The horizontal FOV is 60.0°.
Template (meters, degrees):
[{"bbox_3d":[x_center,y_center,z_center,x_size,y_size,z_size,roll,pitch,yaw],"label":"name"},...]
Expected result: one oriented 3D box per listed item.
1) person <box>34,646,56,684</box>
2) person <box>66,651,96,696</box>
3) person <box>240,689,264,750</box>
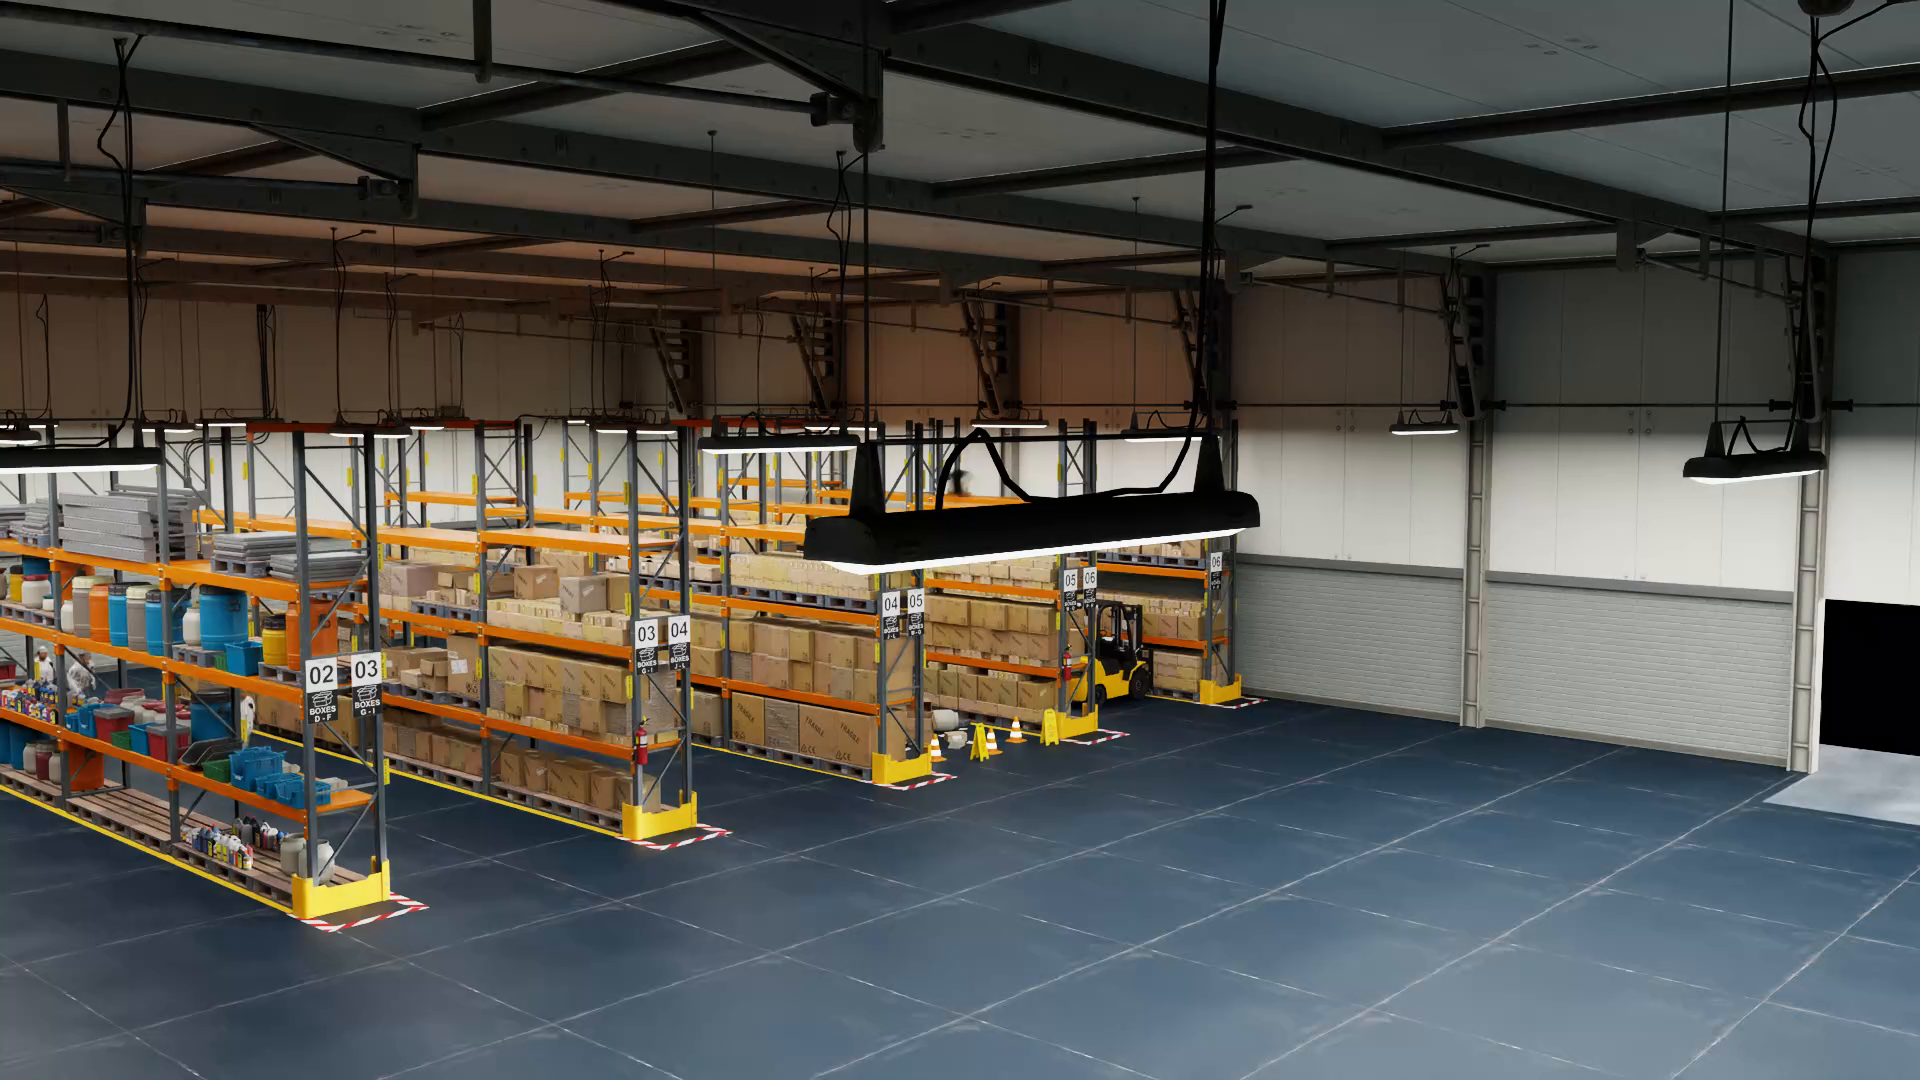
[{"bbox_3d":[-17.871,2.883,32.364,0.760,1.665,0.538,3,5,31],"label":"person"},{"bbox_3d":[-17.290,2.921,32.660,0.807,1.534,0.642,1,5,14],"label":"person"},{"bbox_3d":[-11.957,3.208,27.529,0.930,1.769,0.635,3,5,29],"label":"person"}]
